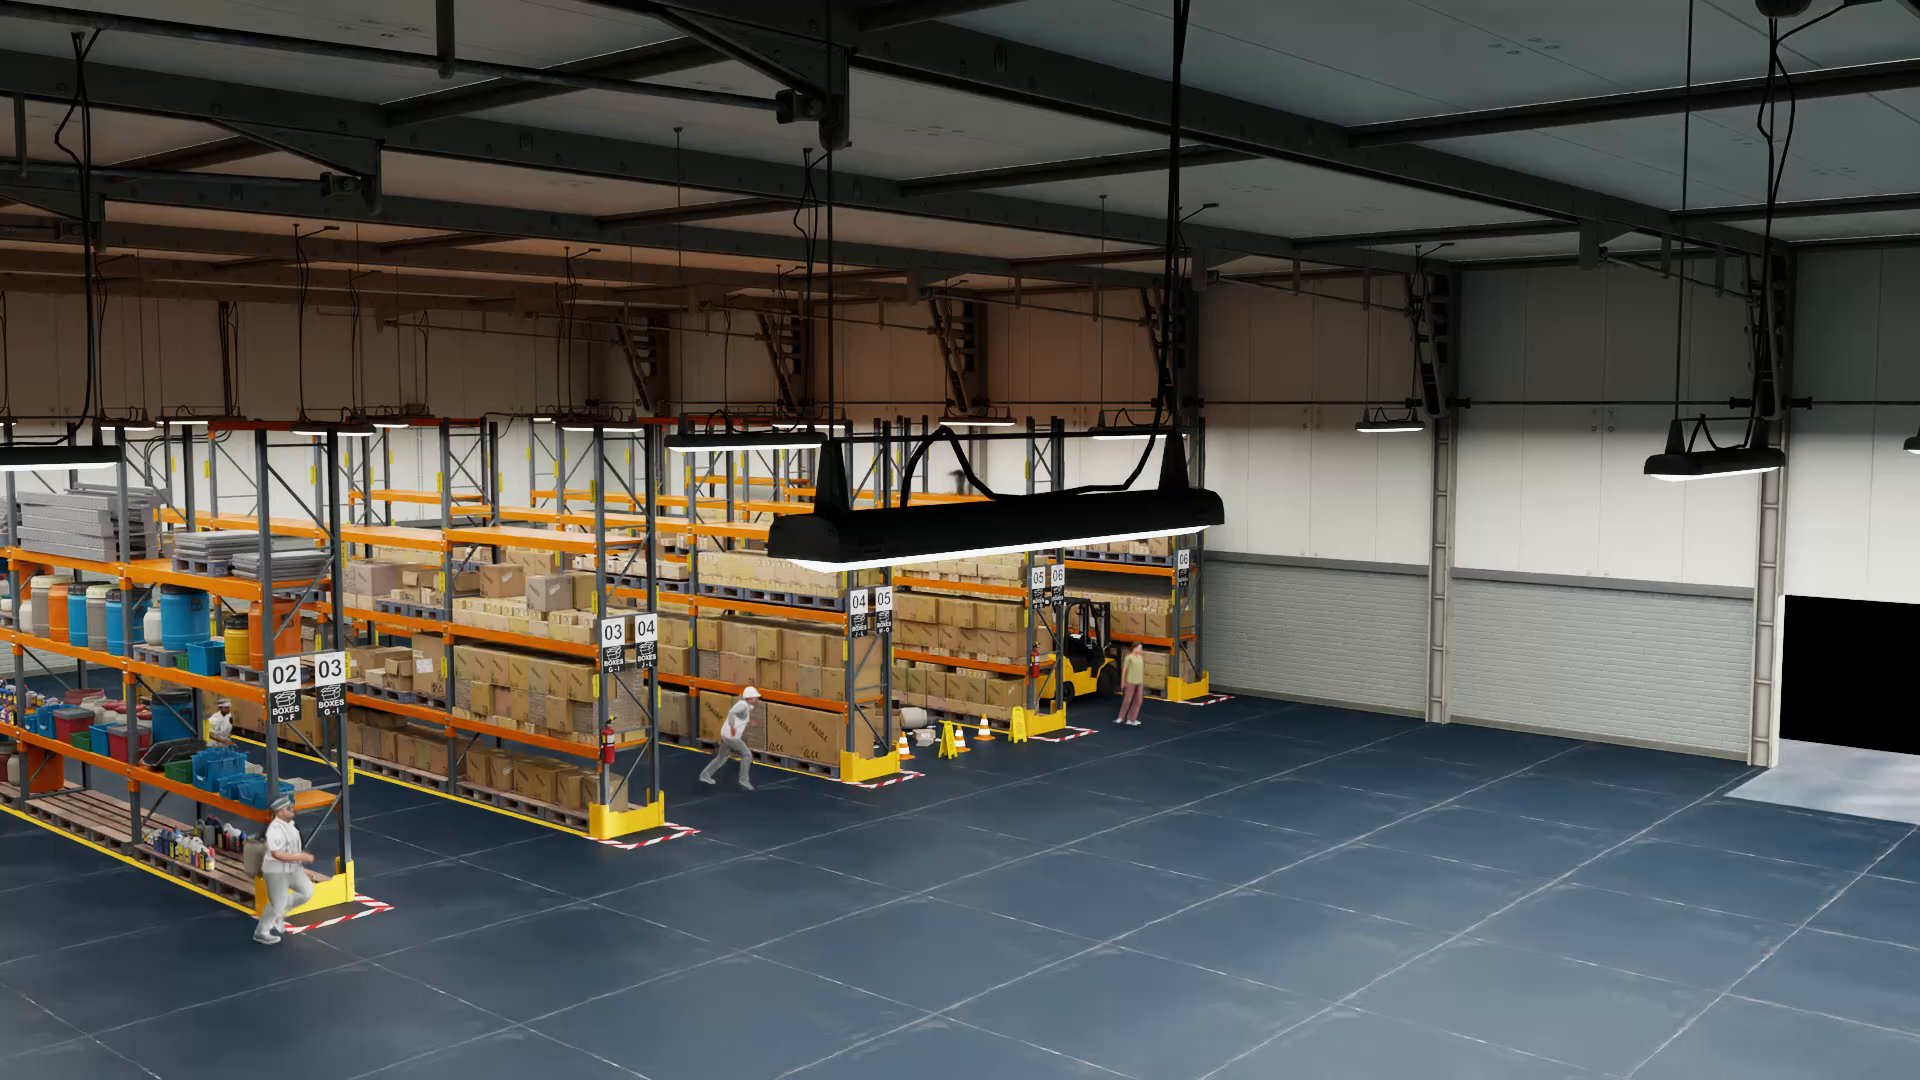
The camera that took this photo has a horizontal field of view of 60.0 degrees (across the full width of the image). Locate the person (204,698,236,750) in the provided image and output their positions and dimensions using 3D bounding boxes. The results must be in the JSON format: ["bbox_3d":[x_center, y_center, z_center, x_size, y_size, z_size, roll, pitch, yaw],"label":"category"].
[{"bbox_3d":[-11.992,3.313,26.886,0.738,1.574,0.557,1,5,14],"label":"person"}]

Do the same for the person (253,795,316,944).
[{"bbox_3d":[-7.898,3.838,19.491,0.756,1.734,0.676,0,5,4],"label":"person"}]

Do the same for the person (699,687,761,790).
[{"bbox_3d":[-3.750,3.266,27.124,1.023,1.734,0.704,-1,5,-7],"label":"person"}]

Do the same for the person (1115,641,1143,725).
[{"bbox_3d":[3.326,2.798,32.585,0.577,1.656,0.439,-4,6,-37],"label":"person"}]
